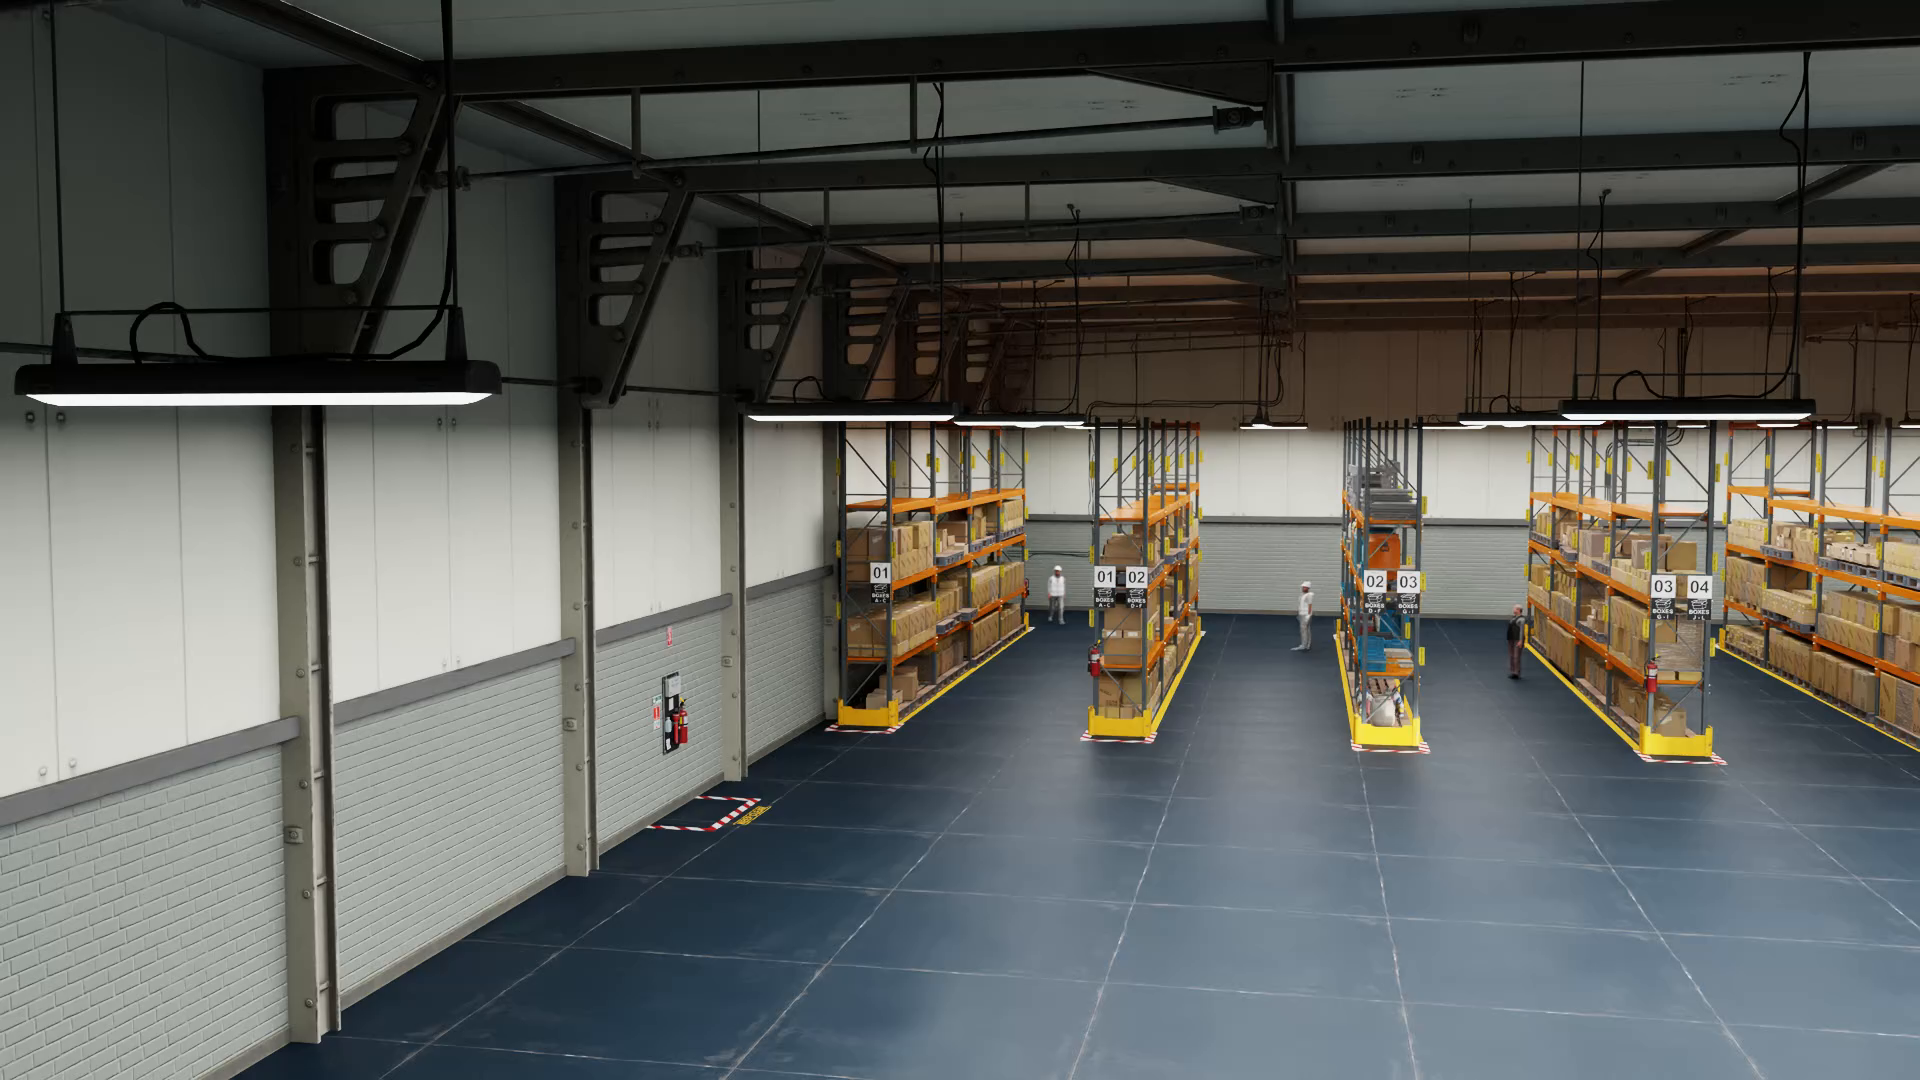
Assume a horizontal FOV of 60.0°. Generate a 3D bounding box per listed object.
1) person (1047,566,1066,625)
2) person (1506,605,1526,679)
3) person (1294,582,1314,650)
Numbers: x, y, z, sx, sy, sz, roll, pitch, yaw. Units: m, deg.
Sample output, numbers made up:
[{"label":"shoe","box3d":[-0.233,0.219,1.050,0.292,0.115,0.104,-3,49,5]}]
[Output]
[{"label":"person","box3d":[2.877,1.644,49.494,0.574,1.734,0.998,-1,4,-11]},{"label":"person","box3d":[12.889,2.362,38.685,0.560,1.717,0.531,-2,4,-25]},{"label":"person","box3d":[9.061,1.987,43.829,0.484,1.788,0.594,1,4,8]}]
